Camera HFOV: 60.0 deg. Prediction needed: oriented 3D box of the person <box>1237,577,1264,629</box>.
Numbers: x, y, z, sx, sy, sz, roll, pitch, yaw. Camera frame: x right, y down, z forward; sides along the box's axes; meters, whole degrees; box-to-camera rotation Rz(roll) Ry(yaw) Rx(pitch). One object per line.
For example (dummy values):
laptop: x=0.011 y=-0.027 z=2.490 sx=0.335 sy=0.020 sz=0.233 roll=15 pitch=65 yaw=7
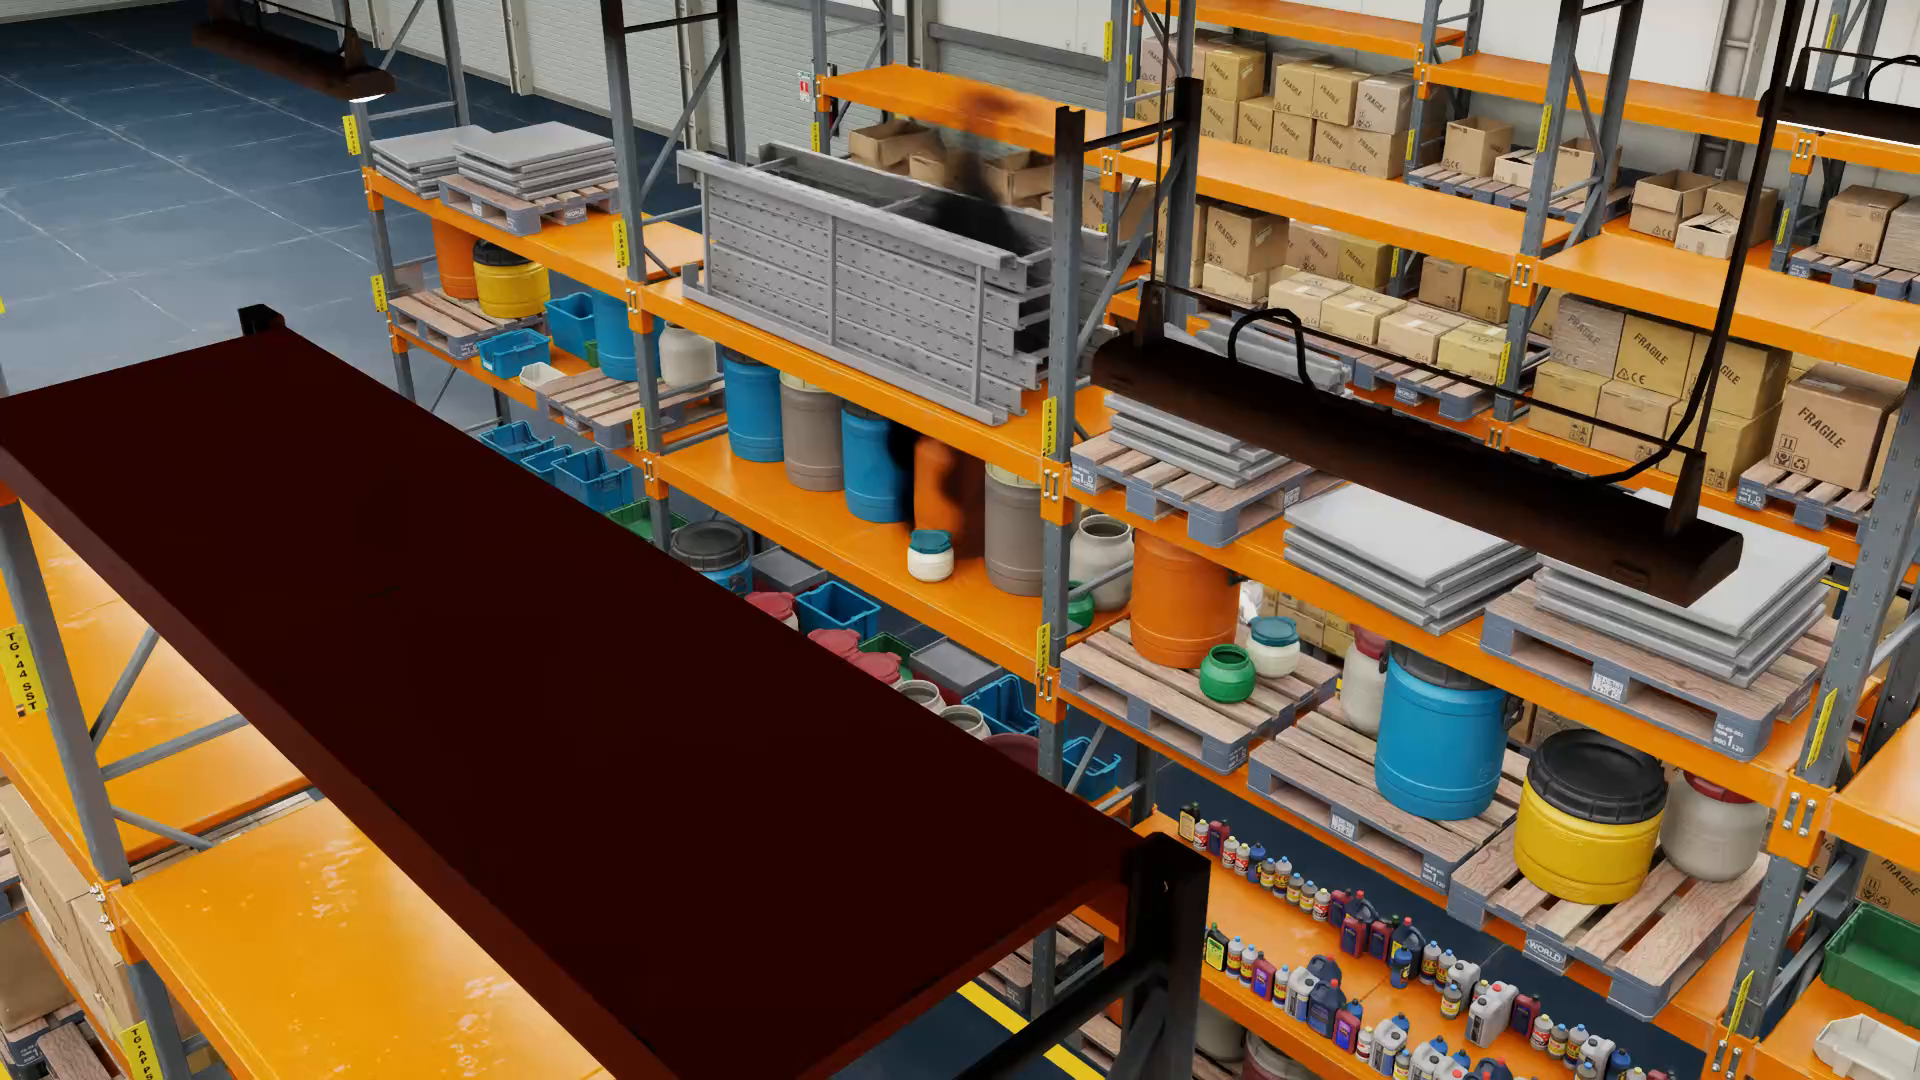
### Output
person: x=2.138 y=0.884 z=12.868 sx=0.752 sy=1.825 sz=0.539 roll=21 pitch=35 yaw=34
